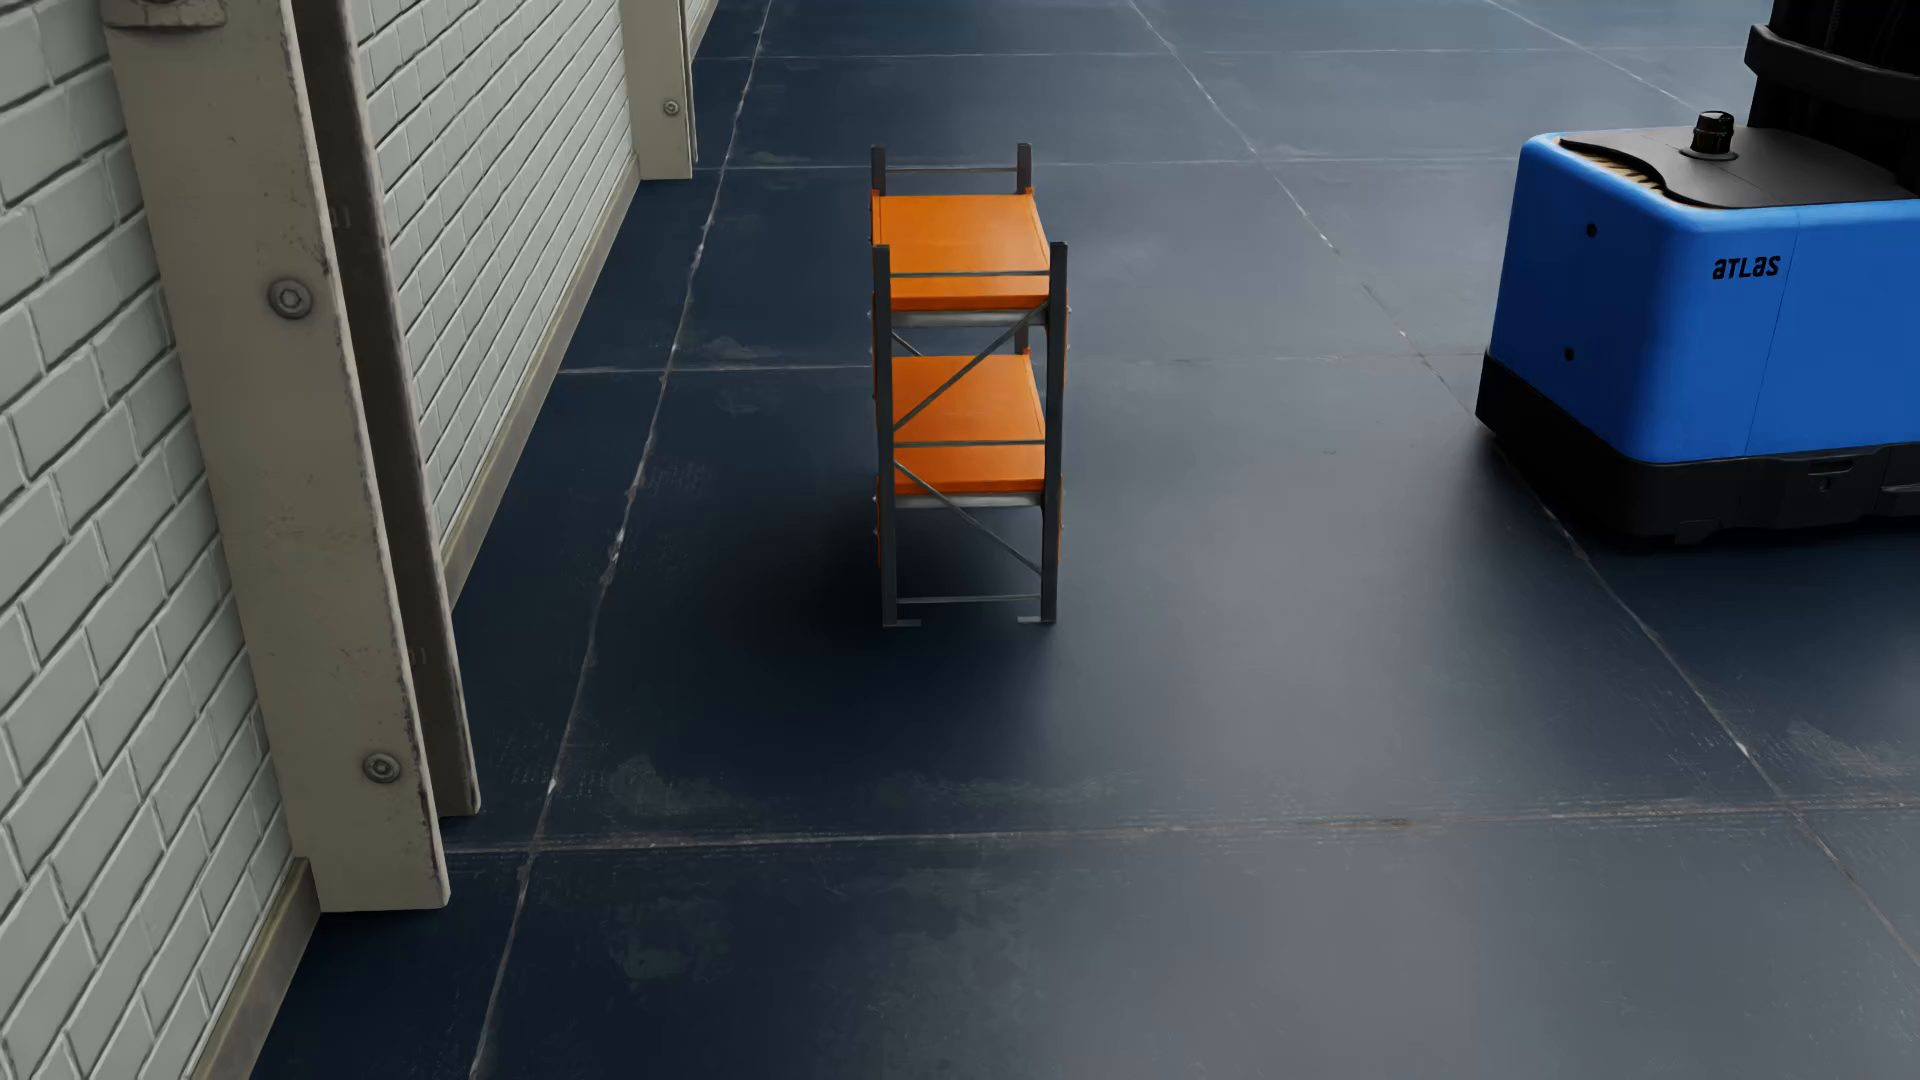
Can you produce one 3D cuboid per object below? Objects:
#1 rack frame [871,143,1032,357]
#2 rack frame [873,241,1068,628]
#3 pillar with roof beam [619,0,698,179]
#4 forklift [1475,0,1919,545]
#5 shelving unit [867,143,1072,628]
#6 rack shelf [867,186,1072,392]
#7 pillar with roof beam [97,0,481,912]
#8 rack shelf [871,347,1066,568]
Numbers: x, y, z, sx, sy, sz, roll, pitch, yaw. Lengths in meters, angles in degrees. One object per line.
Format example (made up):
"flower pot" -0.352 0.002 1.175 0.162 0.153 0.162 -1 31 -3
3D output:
"rack frame" -0.026 -0.730 5.434 0.500 1.125 0.032 -1 28 -3
"rack frame" 0.027 -0.261 4.534 0.500 1.125 0.032 -1 28 -3
"pillar with roof beam" 2.681 -6.137 7.286 9.100 9.000 0.400 -1 28 -3
"forklift" 3.412 -1.612 5.171 3.031 2.935 1.130 -5 28 -10
"shelving unit" 0.000 -0.496 4.984 0.538 1.125 1.048 -1 28 -3
"rack shelf" 0.000 -0.755 4.849 0.538 0.278 1.000 -1 28 -3
"pillar with roof beam" 2.994 -3.366 1.974 9.100 9.000 0.400 -1 28 -3
"rack shelf" 0.000 -0.279 5.097 0.538 0.278 1.000 -1 28 -3
